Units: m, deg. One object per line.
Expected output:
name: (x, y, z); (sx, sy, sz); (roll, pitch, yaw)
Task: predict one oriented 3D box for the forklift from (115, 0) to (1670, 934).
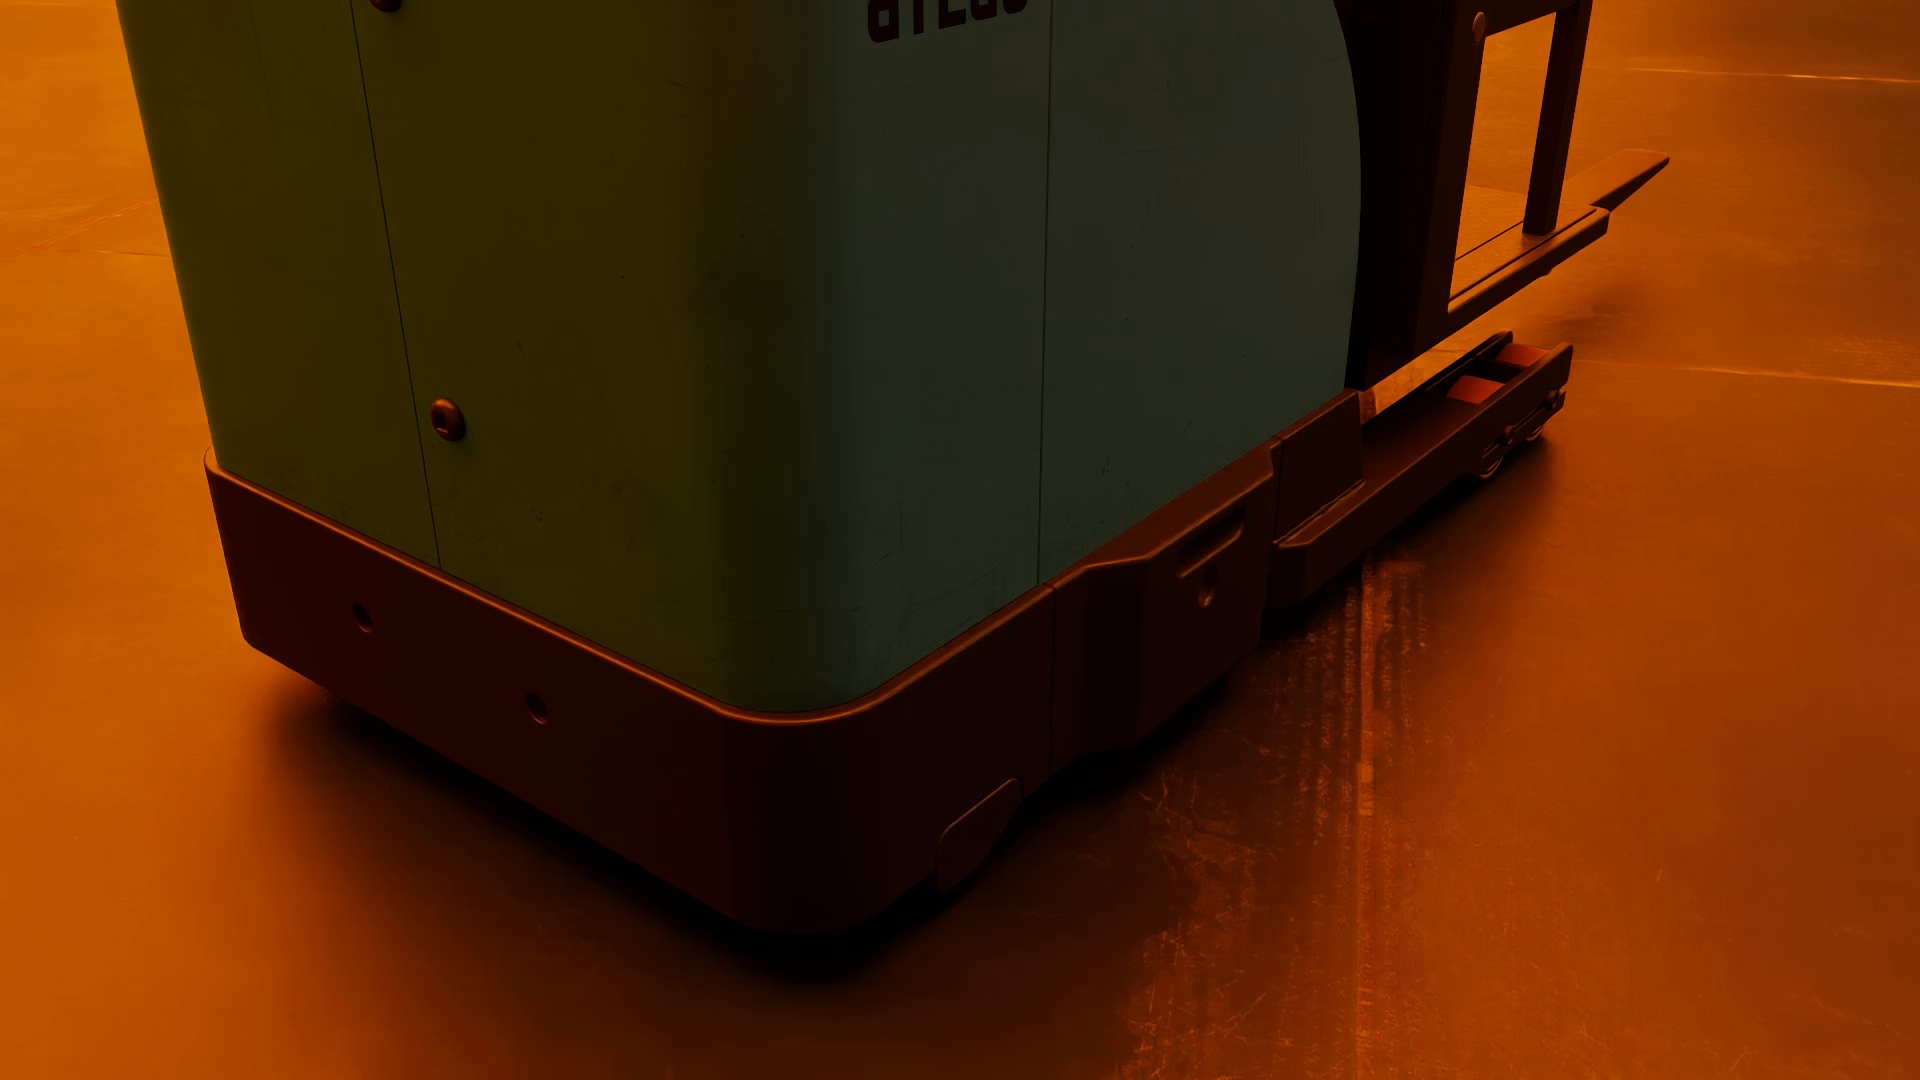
forklift: (0.385, -1.529, 2.278); (1.130, 2.935, 3.031); (19, 33, 33)
